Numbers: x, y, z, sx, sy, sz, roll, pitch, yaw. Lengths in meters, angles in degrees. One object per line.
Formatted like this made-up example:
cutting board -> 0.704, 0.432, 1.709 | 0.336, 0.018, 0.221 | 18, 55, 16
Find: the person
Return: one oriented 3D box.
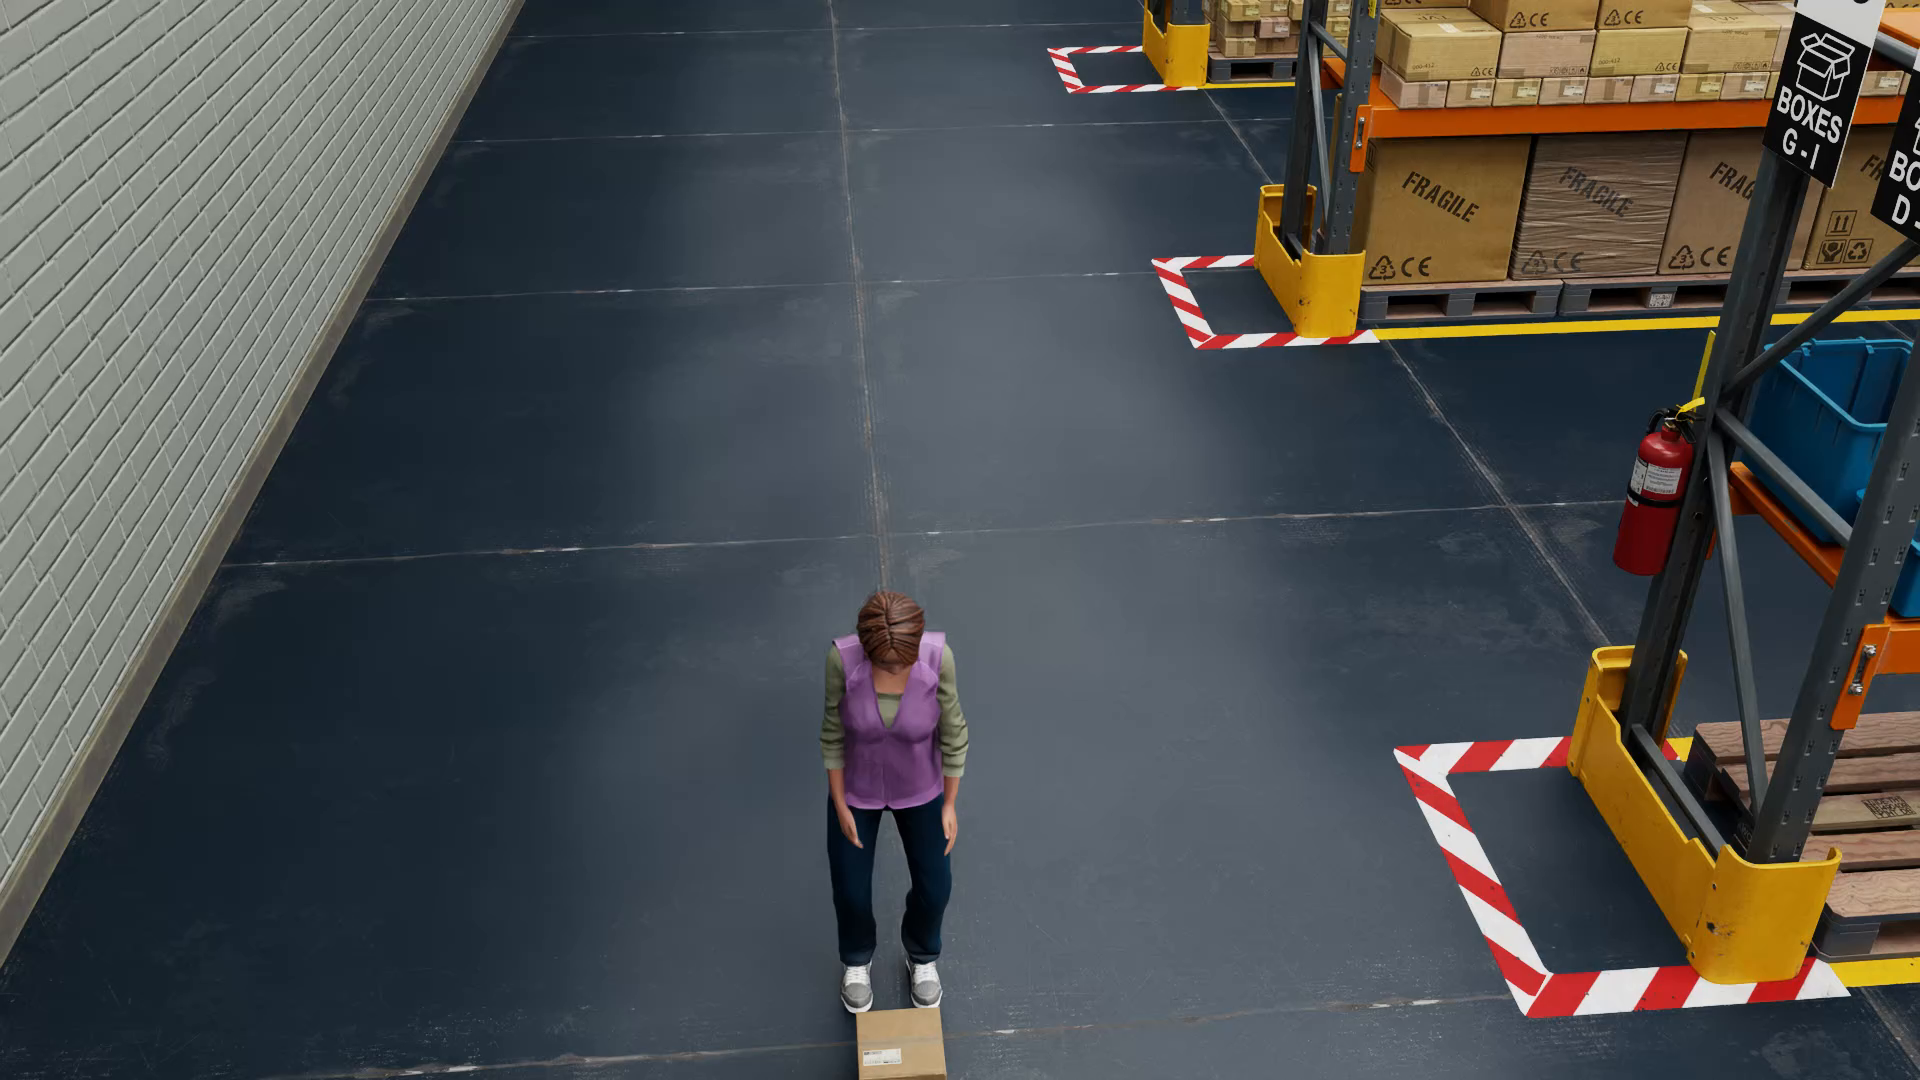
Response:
person -> -0.192, 0.767, 4.950 | 0.430, 1.549, 0.399 | -2, 32, -3
